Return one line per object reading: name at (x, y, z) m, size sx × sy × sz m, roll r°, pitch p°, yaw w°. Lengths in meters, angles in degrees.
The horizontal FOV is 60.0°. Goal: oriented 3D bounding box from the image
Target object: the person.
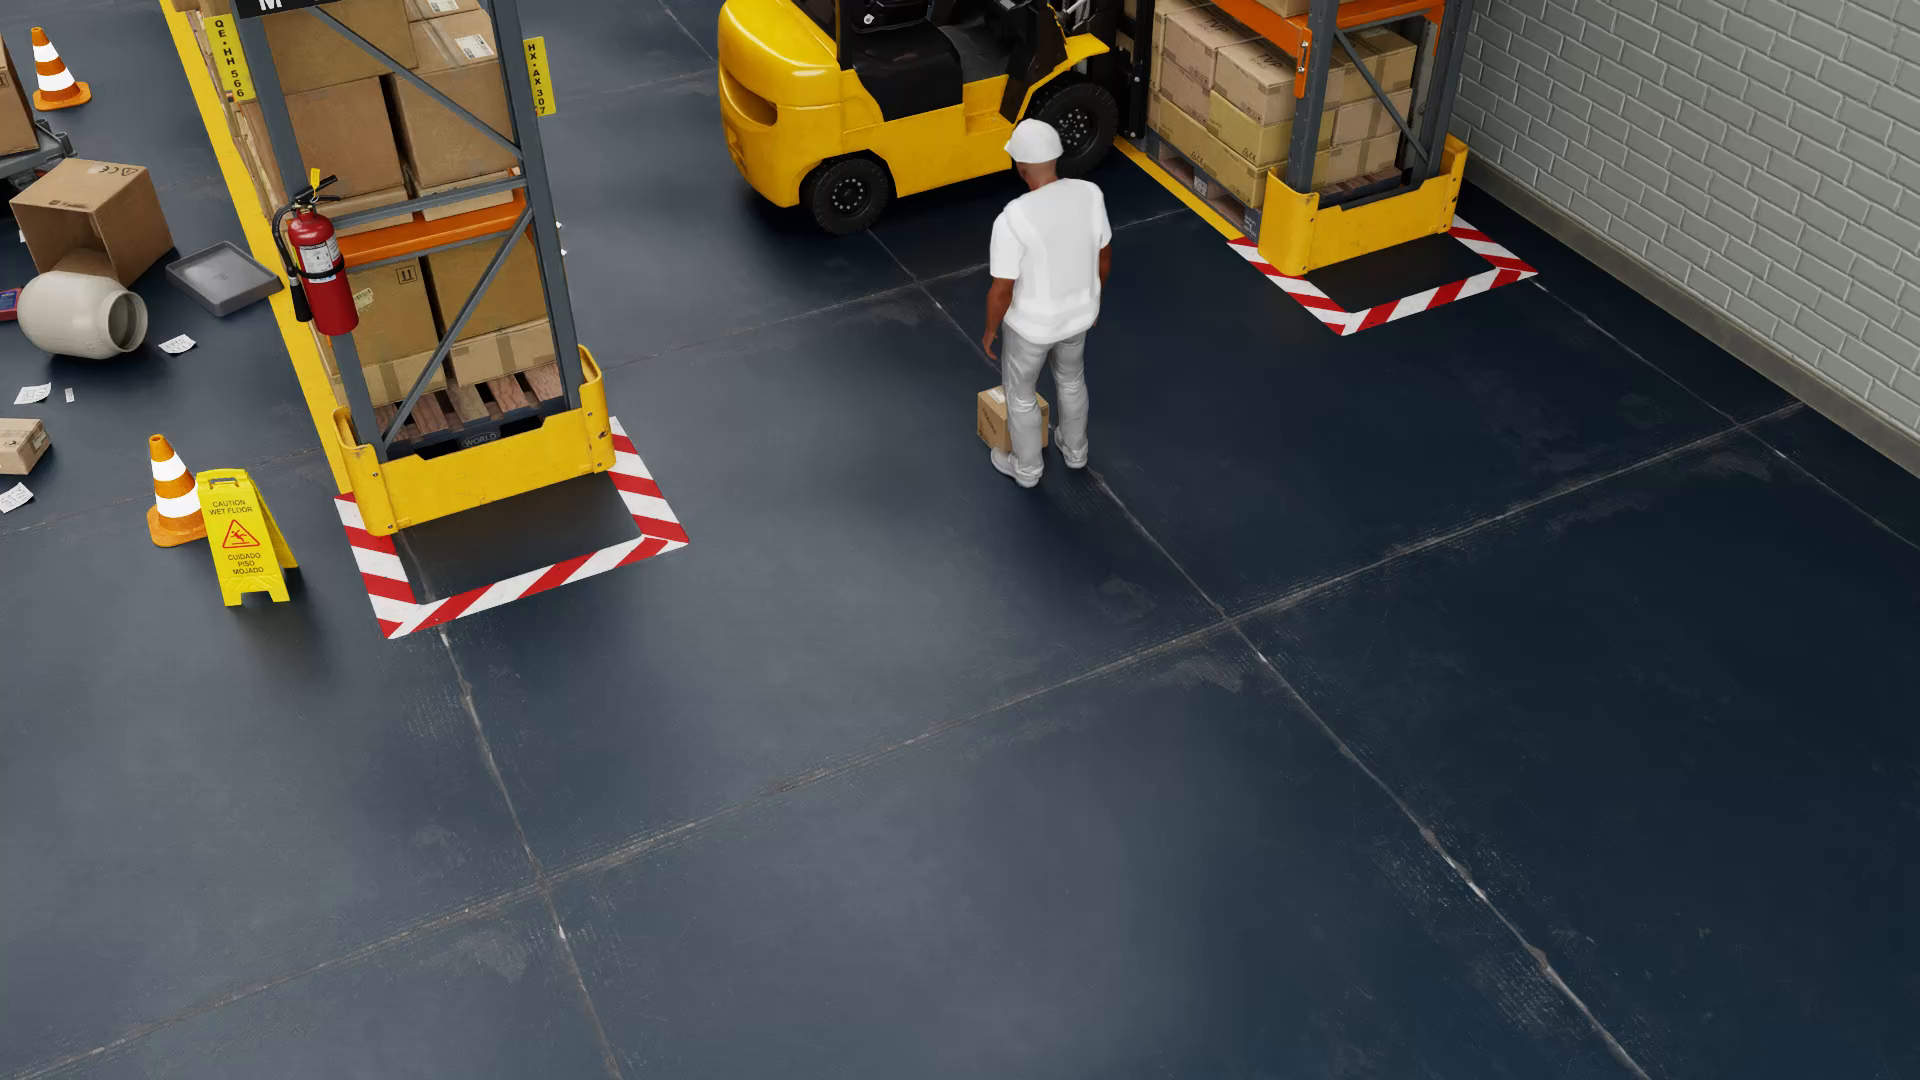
person at (0.367, -1.012, 7.312) m, size 0.627 × 1.755 × 0.462 m, roll -21°, pitch 45°, yaw -22°
